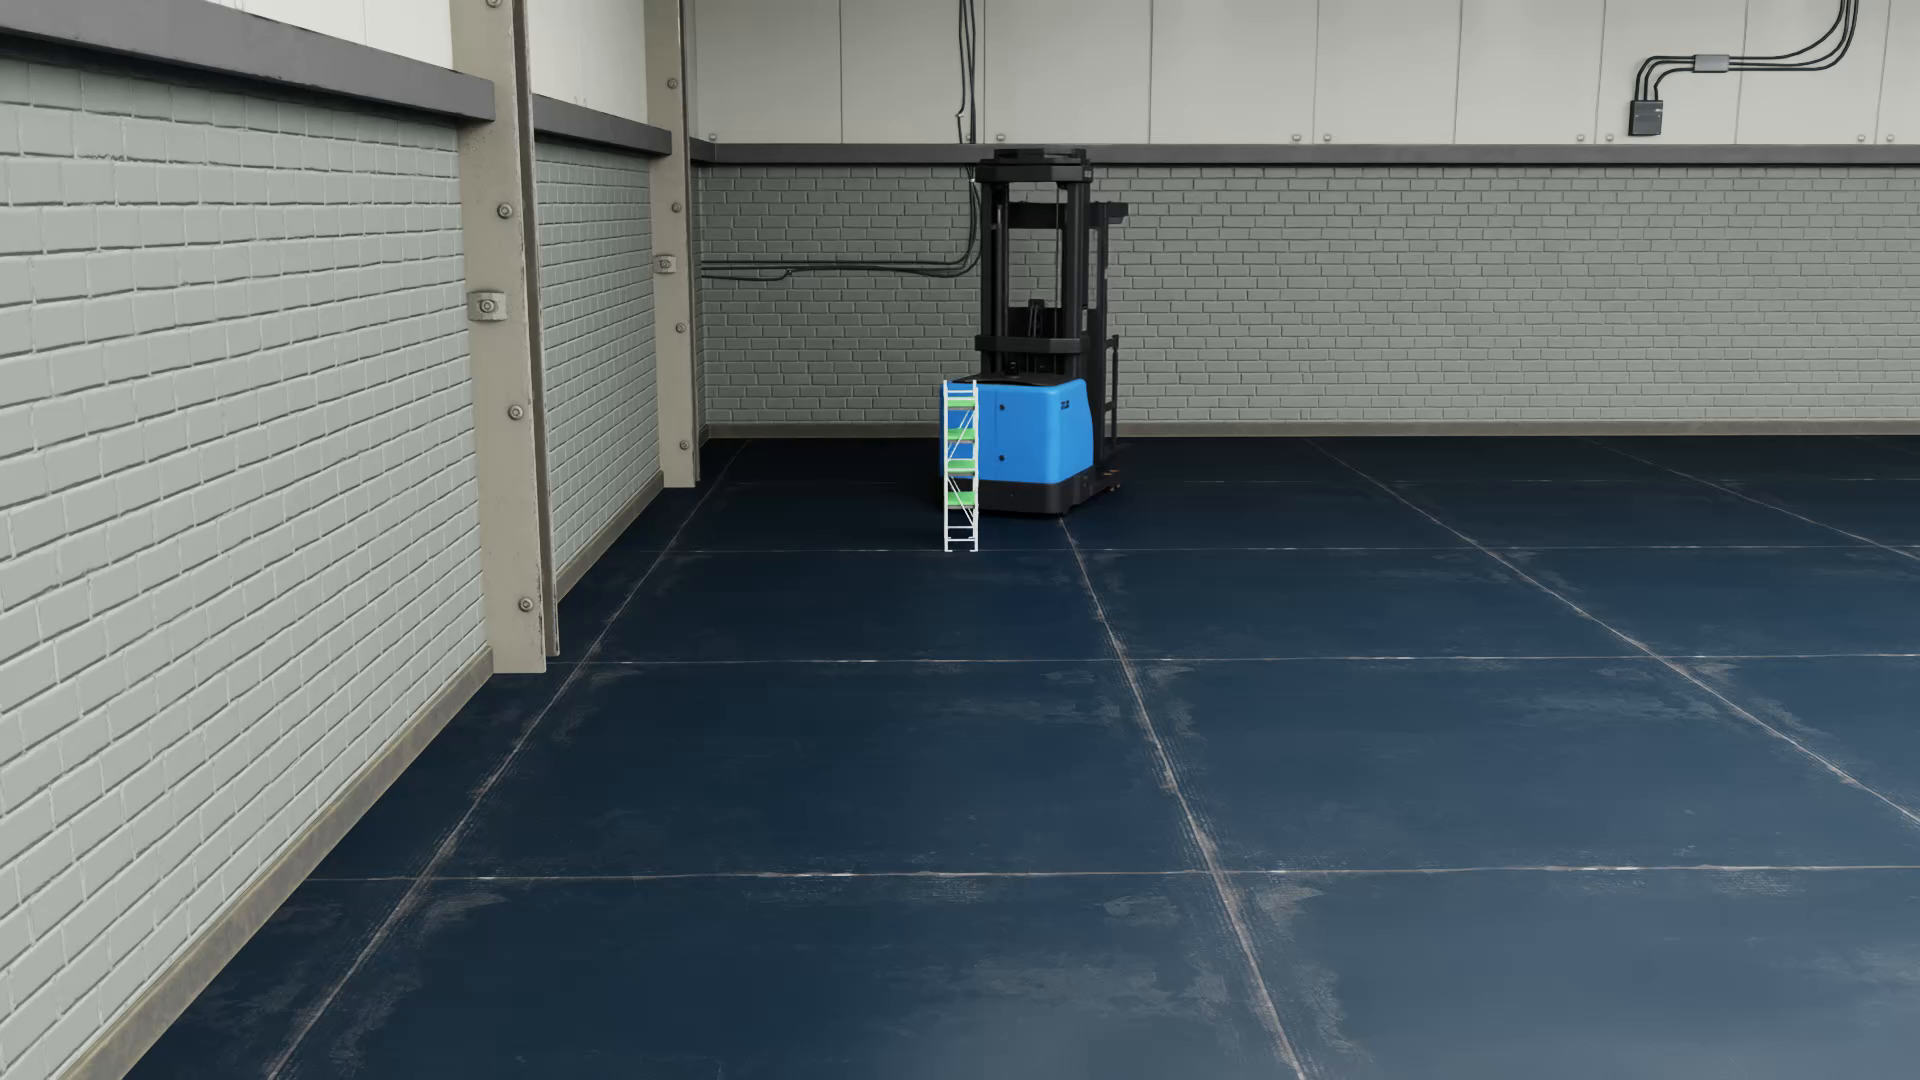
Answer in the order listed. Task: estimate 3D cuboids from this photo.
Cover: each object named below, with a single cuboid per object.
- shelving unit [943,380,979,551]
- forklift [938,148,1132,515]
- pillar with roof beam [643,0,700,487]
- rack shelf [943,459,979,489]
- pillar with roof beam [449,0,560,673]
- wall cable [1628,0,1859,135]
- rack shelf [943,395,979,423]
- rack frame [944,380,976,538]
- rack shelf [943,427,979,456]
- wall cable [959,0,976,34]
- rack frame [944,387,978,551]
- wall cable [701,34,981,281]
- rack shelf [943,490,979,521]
[{"bbox_3d":[0.003,-0.555,12.278,0.258,1.200,0.503,0,11,-1],"label":"shelving unit"},{"bbox_3d":[0.810,-1.887,14.487,1.130,2.935,3.031,4,12,20],"label":"forklift"},{"bbox_3d":[1.768,-4.939,14.273,9.100,9.000,0.400,0,11,-1],"label":"pillar with roof beam"},{"bbox_3d":[0.003,-0.493,12.290,0.258,0.148,0.480,0,11,-1],"label":"rack shelf"},{"bbox_3d":[1.892,-3.747,8.394,9.100,9.000,0.400,0,11,-1],"label":"pillar with roof beam"},{"bbox_3d":[8.217,-7.215,16.938,2.305,6.003,0.169,0,11,-1],"label":"wall cable"},{"bbox_3d":[0.003,-0.963,12.195,0.258,0.148,0.480,0,11,-1],"label":"rack shelf"},{"bbox_3d":[-0.002,-0.604,12.517,0.240,1.200,0.015,0,11,-1],"label":"rack frame"},{"bbox_3d":[0.003,-0.728,12.243,0.258,0.148,0.480,0,11,-1],"label":"rack shelf"},{"bbox_3d":[1.430,-6.477,16.960,3.097,2.526,0.112,0,11,-1],"label":"wall cable"},{"bbox_3d":[0.008,-0.507,12.039,0.240,1.200,0.015,0,11,-1],"label":"rack frame"},{"bbox_3d":[-1.275,-3.991,17.408,3.097,2.526,0.112,0,11,-1],"label":"wall cable"},{"bbox_3d":[0.003,-0.257,12.338,0.258,0.148,0.480,0,11,-1],"label":"rack shelf"}]
